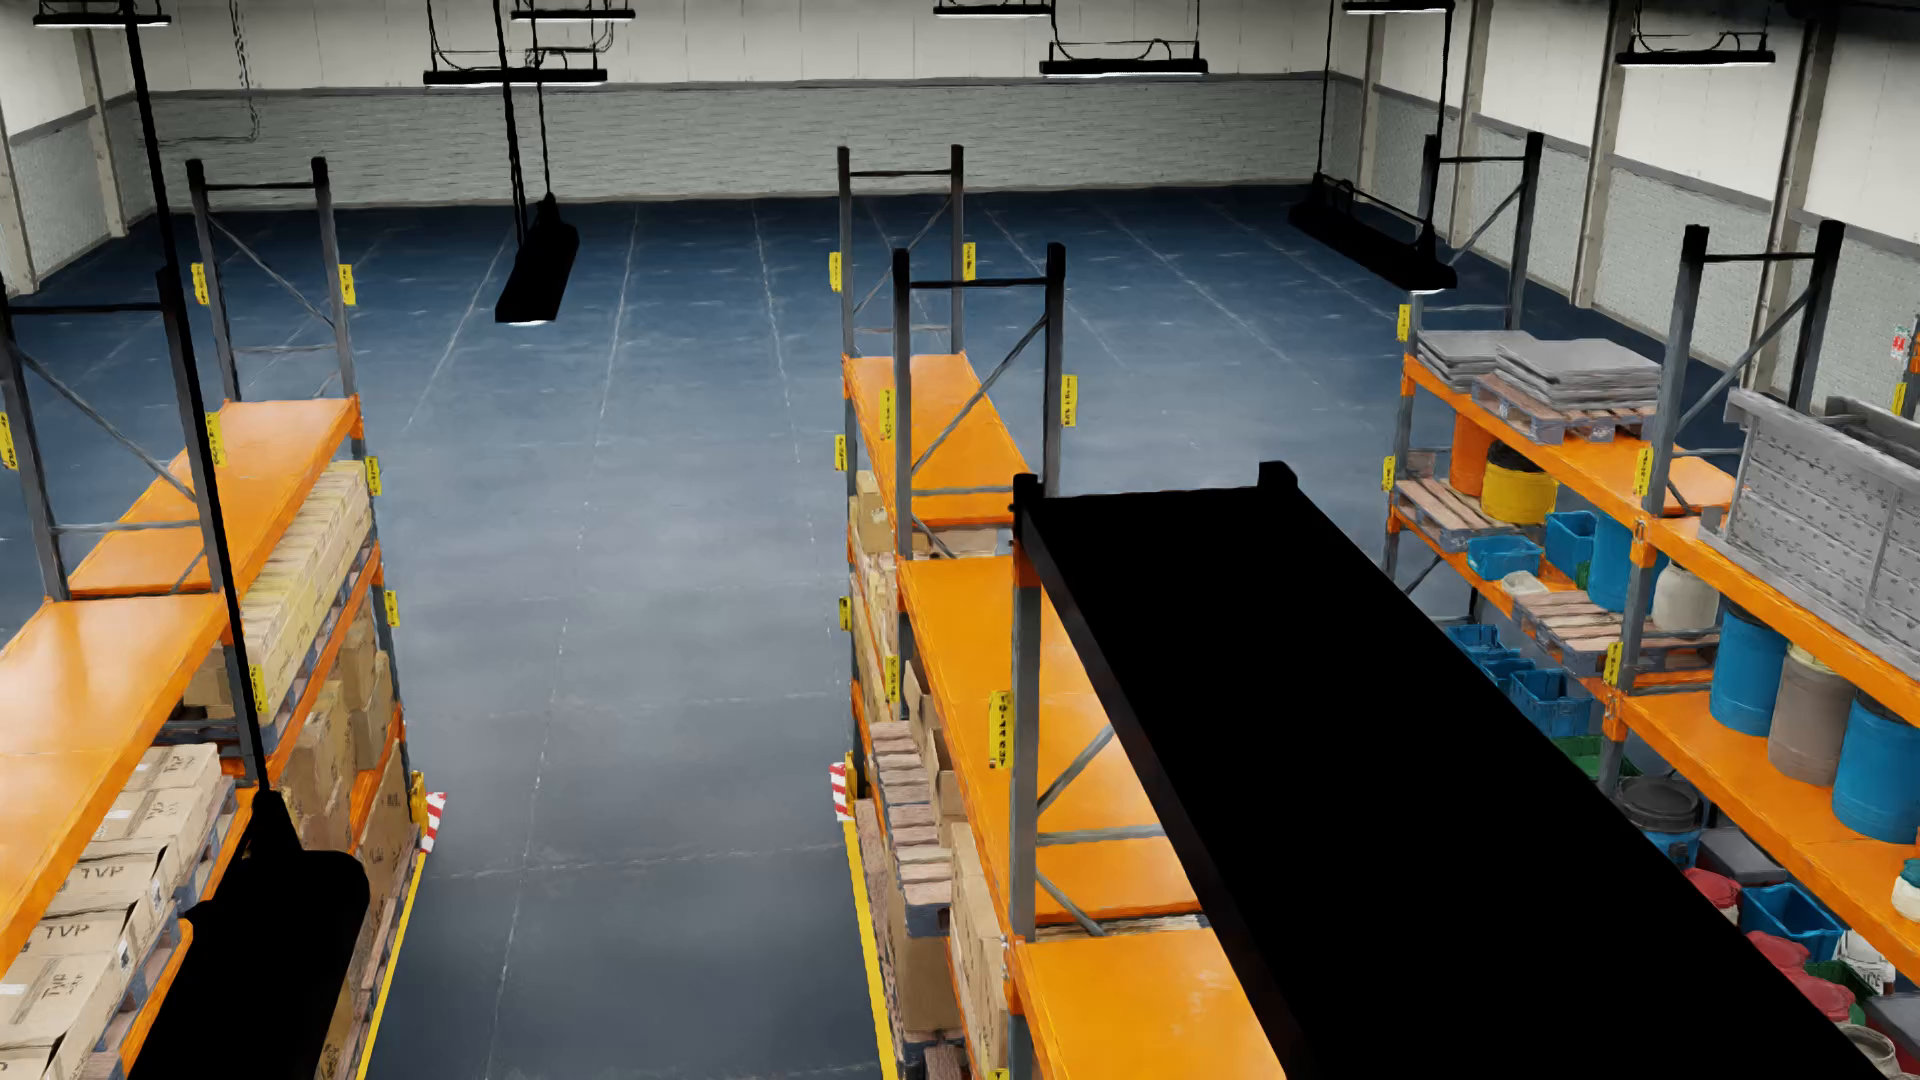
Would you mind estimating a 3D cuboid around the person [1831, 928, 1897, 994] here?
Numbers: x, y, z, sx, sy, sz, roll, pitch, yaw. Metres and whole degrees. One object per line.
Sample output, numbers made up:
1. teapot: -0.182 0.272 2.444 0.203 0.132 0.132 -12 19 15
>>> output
1. person: 6.112 3.176 11.406 0.488 1.624 0.917 6 22 14
